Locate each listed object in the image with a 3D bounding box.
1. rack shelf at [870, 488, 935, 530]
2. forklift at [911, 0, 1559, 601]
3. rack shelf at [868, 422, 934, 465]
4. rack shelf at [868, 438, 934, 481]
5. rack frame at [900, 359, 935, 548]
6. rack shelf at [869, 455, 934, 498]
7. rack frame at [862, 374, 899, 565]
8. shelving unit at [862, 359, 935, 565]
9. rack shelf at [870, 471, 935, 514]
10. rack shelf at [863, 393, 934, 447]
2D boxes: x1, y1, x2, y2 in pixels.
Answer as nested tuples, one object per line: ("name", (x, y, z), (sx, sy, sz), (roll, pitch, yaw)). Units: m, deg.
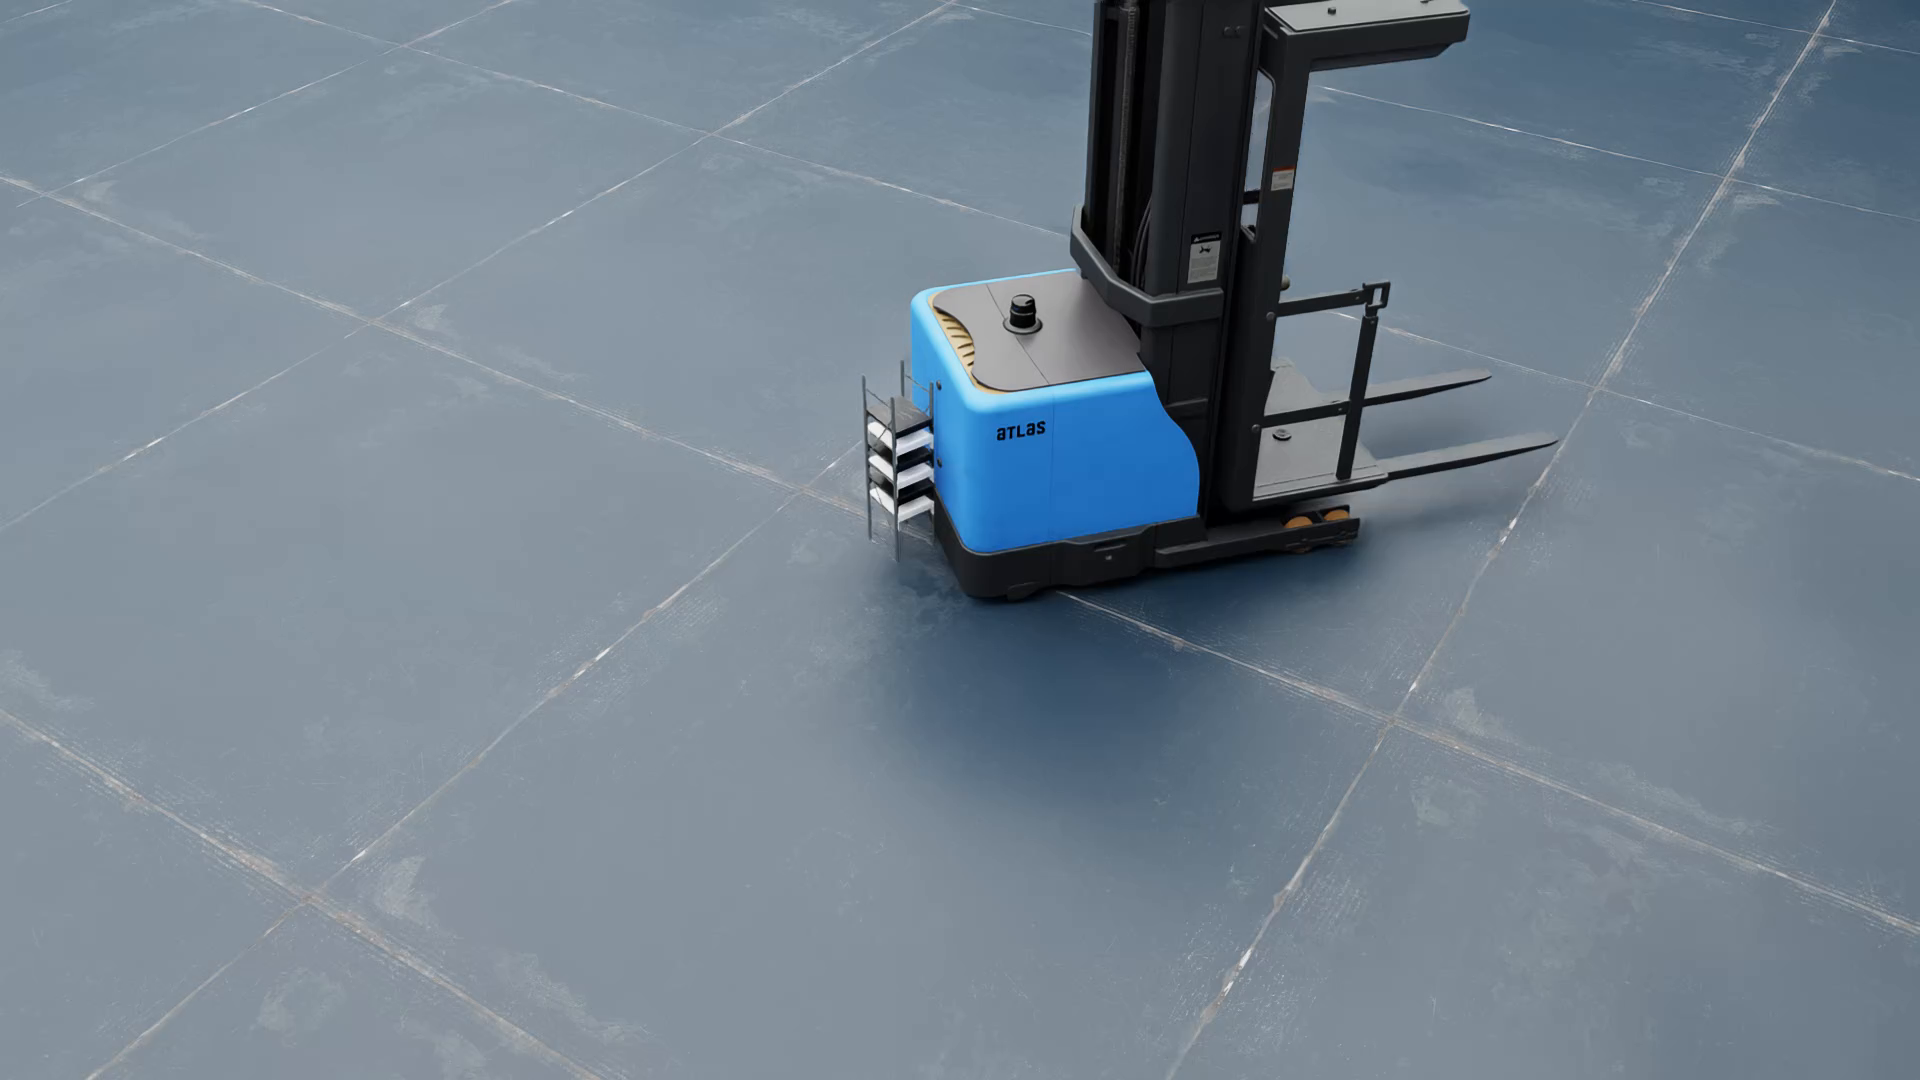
("rack shelf", (-0.270, -0.171, 7.585), (0.200, 0.077, 0.258), (-24, 44, -28))
("forklift", (1.341, -1.401, 7.166), (3.031, 2.935, 1.130), (-10, 39, -13))
("rack shelf", (-0.270, -0.456, 7.365), (0.200, 0.077, 0.258), (-24, 44, -28))
("rack shelf", (-0.270, -0.385, 7.420), (0.200, 0.077, 0.258), (-24, 44, -28))
("rack frame", (-0.189, -0.377, 7.502), (0.006, 0.900, 0.240), (-24, 44, -28))
("rack shelf", (-0.270, -0.314, 7.475), (0.200, 0.077, 0.258), (-24, 44, -28))
("rack frame", (-0.352, -0.303, 7.406), (0.006, 0.900, 0.240), (-24, 44, -28))
("shelving unit", (-0.270, -0.340, 7.454), (0.210, 0.900, 0.258), (-24, 44, -28))
("rack shelf", (-0.270, -0.243, 7.530), (0.200, 0.077, 0.258), (-24, 44, -28))
("rack shelf", (-0.270, -0.528, 7.310), (0.200, 0.077, 0.258), (-24, 44, -28))
